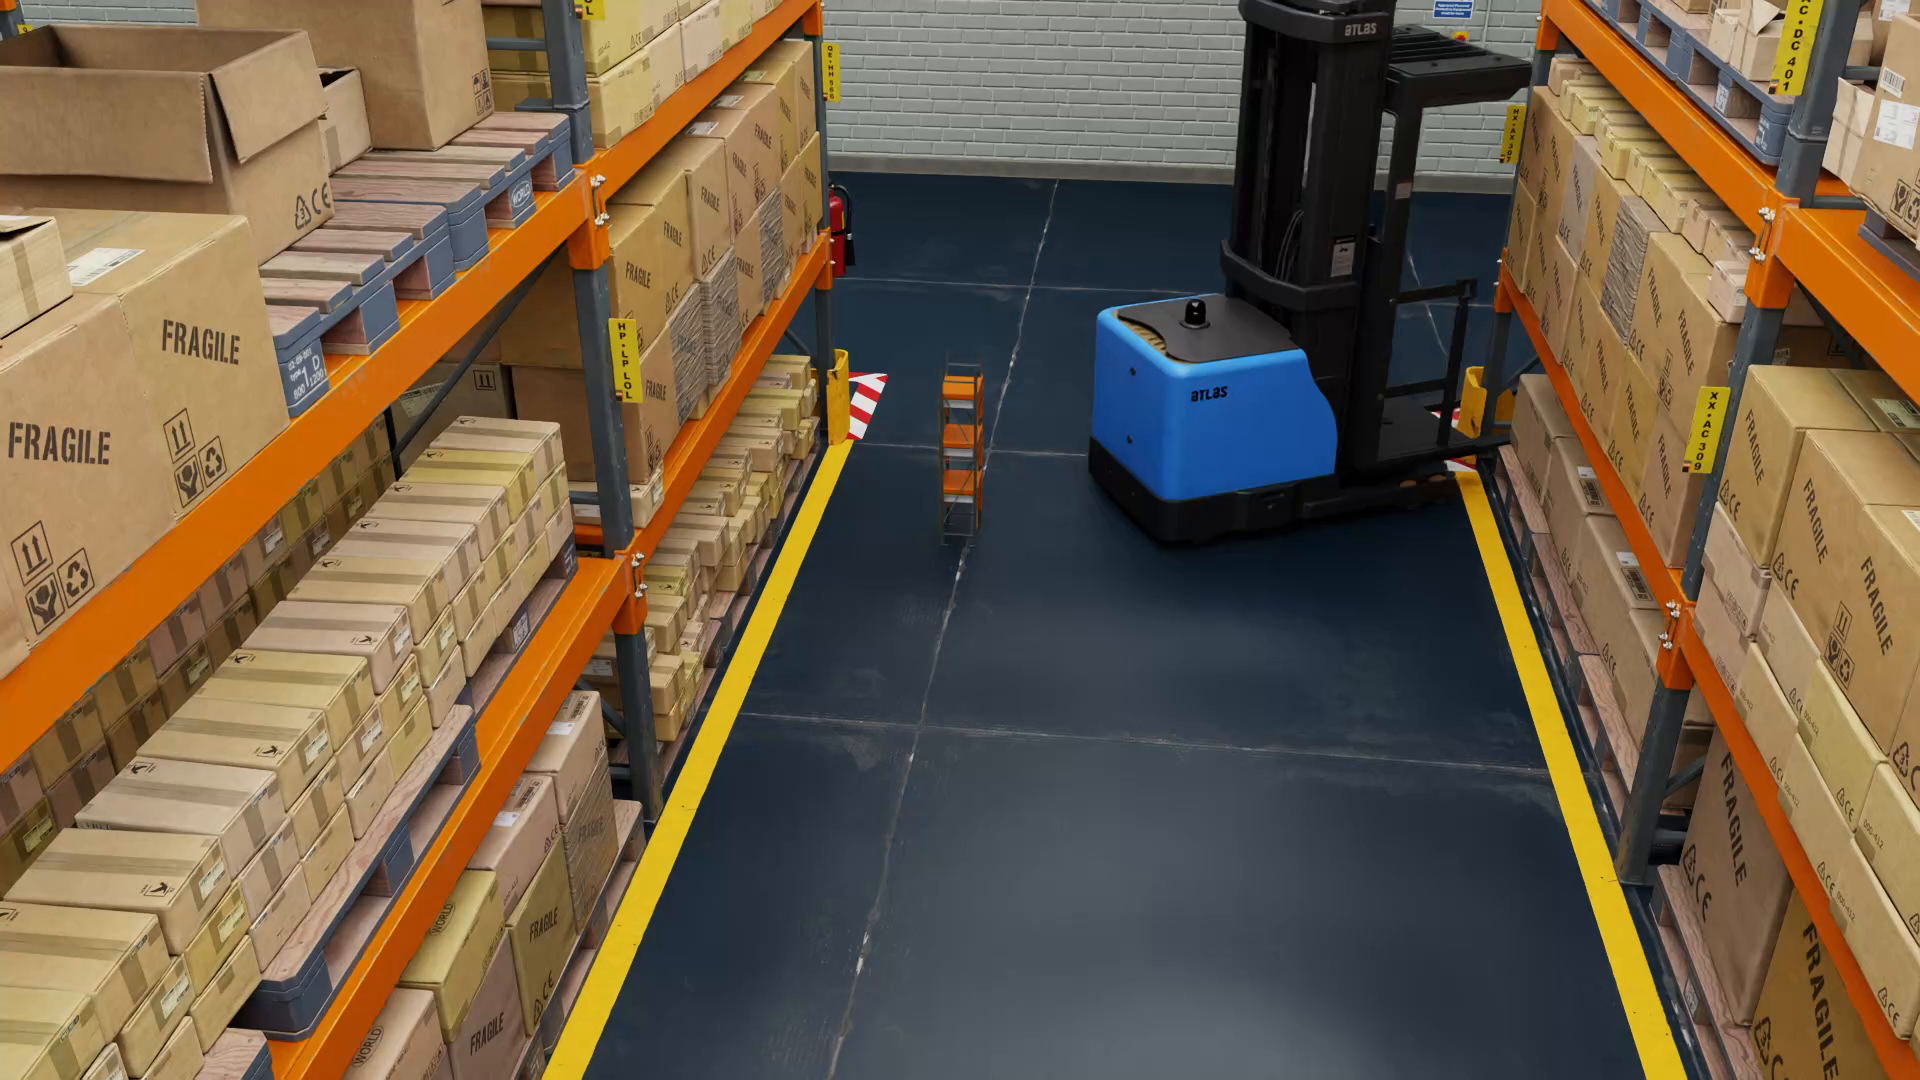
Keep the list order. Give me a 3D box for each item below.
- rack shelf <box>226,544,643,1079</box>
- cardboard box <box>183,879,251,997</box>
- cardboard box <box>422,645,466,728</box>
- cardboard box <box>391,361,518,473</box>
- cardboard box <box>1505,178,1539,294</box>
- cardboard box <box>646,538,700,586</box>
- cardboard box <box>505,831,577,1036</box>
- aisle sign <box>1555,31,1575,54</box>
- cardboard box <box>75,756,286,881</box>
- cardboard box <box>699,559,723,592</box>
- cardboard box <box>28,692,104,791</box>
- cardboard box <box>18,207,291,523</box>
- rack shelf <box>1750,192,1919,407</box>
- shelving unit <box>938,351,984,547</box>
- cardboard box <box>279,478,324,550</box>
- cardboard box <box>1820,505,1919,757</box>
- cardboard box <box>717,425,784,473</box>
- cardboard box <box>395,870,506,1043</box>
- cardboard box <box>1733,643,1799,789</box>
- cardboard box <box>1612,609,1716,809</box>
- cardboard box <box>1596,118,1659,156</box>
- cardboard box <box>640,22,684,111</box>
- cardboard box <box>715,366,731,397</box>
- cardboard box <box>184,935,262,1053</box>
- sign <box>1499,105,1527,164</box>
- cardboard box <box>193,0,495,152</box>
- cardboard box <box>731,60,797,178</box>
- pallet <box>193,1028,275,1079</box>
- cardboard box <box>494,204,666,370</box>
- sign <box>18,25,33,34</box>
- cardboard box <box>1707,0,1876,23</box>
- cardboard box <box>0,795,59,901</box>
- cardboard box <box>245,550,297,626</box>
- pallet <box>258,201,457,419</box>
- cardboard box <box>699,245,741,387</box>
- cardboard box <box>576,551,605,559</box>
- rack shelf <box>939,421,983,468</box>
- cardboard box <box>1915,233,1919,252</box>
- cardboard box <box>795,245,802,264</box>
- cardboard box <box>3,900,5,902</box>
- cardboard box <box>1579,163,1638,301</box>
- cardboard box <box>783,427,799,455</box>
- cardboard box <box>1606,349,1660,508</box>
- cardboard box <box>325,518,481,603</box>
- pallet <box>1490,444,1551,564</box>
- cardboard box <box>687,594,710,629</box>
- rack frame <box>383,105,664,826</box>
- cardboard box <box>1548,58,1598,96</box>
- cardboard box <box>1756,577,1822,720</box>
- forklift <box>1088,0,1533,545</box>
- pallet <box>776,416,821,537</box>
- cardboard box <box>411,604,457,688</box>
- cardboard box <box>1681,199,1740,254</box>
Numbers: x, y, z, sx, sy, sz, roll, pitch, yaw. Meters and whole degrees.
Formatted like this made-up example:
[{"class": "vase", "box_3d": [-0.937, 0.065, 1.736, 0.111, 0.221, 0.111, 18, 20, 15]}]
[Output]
[{"class": "rack shelf", "box_3d": [-2.018, 1.084, 4.834, 1.077, 0.370, 4.000, 3, 28, 6]}, {"class": "cardboard box", "box_3d": [-1.913, 0.915, 3.897, 0.380, 0.149, 0.250, 3, 29, 6]}, {"class": "cardboard box", "box_3d": [-1.748, 0.439, 5.095, 0.380, 0.149, 0.250, 2, 28, 4]}, {"class": "cardboard box", "box_3d": [-1.994, -0.593, 6.770, 0.500, 0.500, 0.500, 3, 28, 6]}, {"class": "cardboard box", "box_3d": [3.299, -1.652, 9.048, 0.500, 0.500, 0.500, 3, 28, 6]}, {"class": "cardboard box", "box_3d": [-1.441, 0.112, 7.816, 0.380, 0.149, 0.250, 3, 28, 5]}, {"class": "cardboard box", "box_3d": [-1.677, 1.346, 5.782, 0.500, 0.500, 0.500, 3, 28, 5]}, {"class": "aisle sign", "box_3d": [3.364, -3.012, 8.938, 0.394, 0.787, 0.004, 3, 28, 6]}, {"class": "cardboard box", "box_3d": [-1.885, 0.672, 4.035, 0.380, 0.149, 0.250, 5, 29, 9]}, {"class": "cardboard box", "box_3d": [-1.382, 0.117, 8.120, 0.380, 0.149, 0.250, 5, 29, 9]}, {"class": "cardboard box", "box_3d": [-2.497, 0.506, 4.342, 0.380, 0.149, 0.250, 5, 29, 9]}, {"class": "cardboard box", "box_3d": [-1.818, -0.381, 3.526, 0.500, 0.500, 0.500, 3, 28, 6]}, {"class": "rack shelf", "box_3d": [2.907, 0.003, 3.677, 1.077, 0.370, 4.000, 3, 28, 6]}, {"class": "shelving unit", "box_3d": [0.007, -0.487, 9.048, 0.215, 1.050, 0.252, 3, 28, 6]}, {"class": "cardboard box", "box_3d": [-2.340, -0.100, 5.467, 0.380, 0.149, 0.250, 4, 29, 7]}, {"class": "cardboard box", "box_3d": [2.714, 0.249, 4.466, 0.500, 0.500, 0.500, 3, 28, 5]}, {"class": "cardboard box", "box_3d": [-1.162, -0.493, 8.938, 0.380, 0.149, 0.250, 4, 29, 8]}, {"class": "cardboard box", "box_3d": [-1.740, 1.267, 5.137, 0.500, 0.250, 0.500, 2, 28, 4]}, {"class": "cardboard box", "box_3d": [2.775, 0.567, 5.193, 0.500, 0.250, 0.500, 3, 28, 5]}, {"class": "cardboard box", "box_3d": [3.336, 0.720, 7.010, 0.875, 0.438, 0.875, 3, 28, 5]}, {"class": "cardboard box", "box_3d": [3.151, -1.826, 7.633, 0.380, 0.149, 0.250, 4, 29, 7]}, {"class": "cardboard box", "box_3d": [-1.402, -1.868, 6.550, 0.500, 0.250, 0.500, 3, 28, 5]}, {"class": "cardboard box", "box_3d": [-1.300, -0.801, 7.839, 0.380, 0.149, 0.250, 5, 29, 8]}, {"class": "cardboard box", "box_3d": [-1.910, 1.055, 3.951, 0.380, 0.149, 0.250, 5, 29, 9]}, {"class": "sign", "box_3d": [3.093, -2.268, 9.301, 0.100, 0.325, 0.005, 3, 28, 6]}, {"class": "cardboard box", "box_3d": [-1.928, -1.552, 5.257, 0.700, 0.500, 0.500, 3, 28, 6]}, {"class": "cardboard box", "box_3d": [-1.154, -2.204, 8.705, 0.500, 0.500, 0.500, 2, 28, 4]}, {"class": "pallet", "box_3d": [-2.281, 1.451, 3.596, 1.213, 0.211, 1.003, 3, 28, 6]}, {"class": "cardboard box", "box_3d": [-1.476, -0.988, 6.448, 0.500, 0.500, 0.500, 4, 29, 7]}, {"class": "sign", "box_3d": [-5.656, -2.969, 10.128, 0.100, 0.325, 0.005, 3, 28, 6]}, {"class": "cardboard box", "box_3d": [3.286, -2.166, 6.288, 0.797, 0.503, 0.637, 6, 29, 10]}, {"class": "cardboard box", "box_3d": [-2.530, 0.760, 4.186, 0.380, 0.149, 0.250, 3, 28, 6]}, {"class": "cardboard box", "box_3d": [-2.370, 0.145, 5.326, 0.380, 0.149, 0.250, 2, 28, 4]}, {"class": "pallet", "box_3d": [-2.078, -0.639, 4.310, 1.213, 0.211, 1.003, 3, 28, 6]}, {"class": "cardboard box", "box_3d": [-1.311, -1.036, 7.592, 0.500, 0.500, 0.500, 3, 28, 5]}, {"class": "cardboard box", "box_3d": [-1.863, 0.094, 7.849, 0.380, 0.149, 0.250, 4, 29, 8]}, {"class": "rack shelf", "box_3d": [0.007, -0.478, 9.053, 0.215, 0.259, 0.240, 3, 28, 6]}, {"class": "cardboard box", "box_3d": [2.650, -0.762, 4.142, 0.380, 0.166, 0.250, 1, 28, 3]}, {"class": "cardboard box", "box_3d": [-1.110, -1.662, 9.437, 0.380, 0.149, 0.250, 3, 28, 6]}, {"class": "cardboard box", "box_3d": [-2.530, 0.894, 4.251, 0.380, 0.149, 0.250, 2, 28, 4]}, {"class": "cardboard box", "box_3d": [3.129, -1.371, 7.472, 0.500, 0.500, 0.500, 3, 29, 6]}, {"class": "cardboard box", "box_3d": [-1.126, -0.608, 9.466, 0.380, 0.149, 0.250, 2, 28, 4]}, {"class": "cardboard box", "box_3d": [3.013, -0.454, 6.825, 0.500, 0.500, 0.500, 3, 28, 5]}, {"class": "cardboard box", "box_3d": [-1.726, 0.061, 5.168, 0.380, 0.149, 0.250, 3, 28, 6]}, {"class": "pallet", "box_3d": [3.622, -0.209, 9.415, 1.003, 0.211, 1.213, 3, 28, 6]}, {"class": "cardboard box", "box_3d": [-1.416, 0.375, 7.953, 0.380, 0.149, 0.250, 3, 28, 5]}, {"class": "rack frame", "box_3d": [-1.773, -0.174, 6.411, 1.000, 3.000, 0.127, 3, 28, 6]}, {"class": "cardboard box", "box_3d": [3.324, -2.436, 8.765, 0.380, 0.149, 0.250, 4, 29, 7]}, {"class": "cardboard box", "box_3d": [2.783, 0.349, 5.070, 0.500, 0.250, 0.500, 4, 29, 7]}, {"class": "forklift", "box_3d": [2.331, -1.690, 9.296, 3.031, 2.935, 1.130, -10, 30, -18]}, {"class": "pallet", "box_3d": [-1.427, -0.413, 9.795, 1.003, 0.211, 1.213, 3, 28, 6]}, {"class": "cardboard box", "box_3d": [-1.752, 0.311, 5.018, 0.380, 0.149, 0.250, 2, 28, 4]}, {"class": "cardboard box", "box_3d": [3.068, -1.222, 6.513, 0.380, 0.149, 0.250, 3, 28, 6]}]
